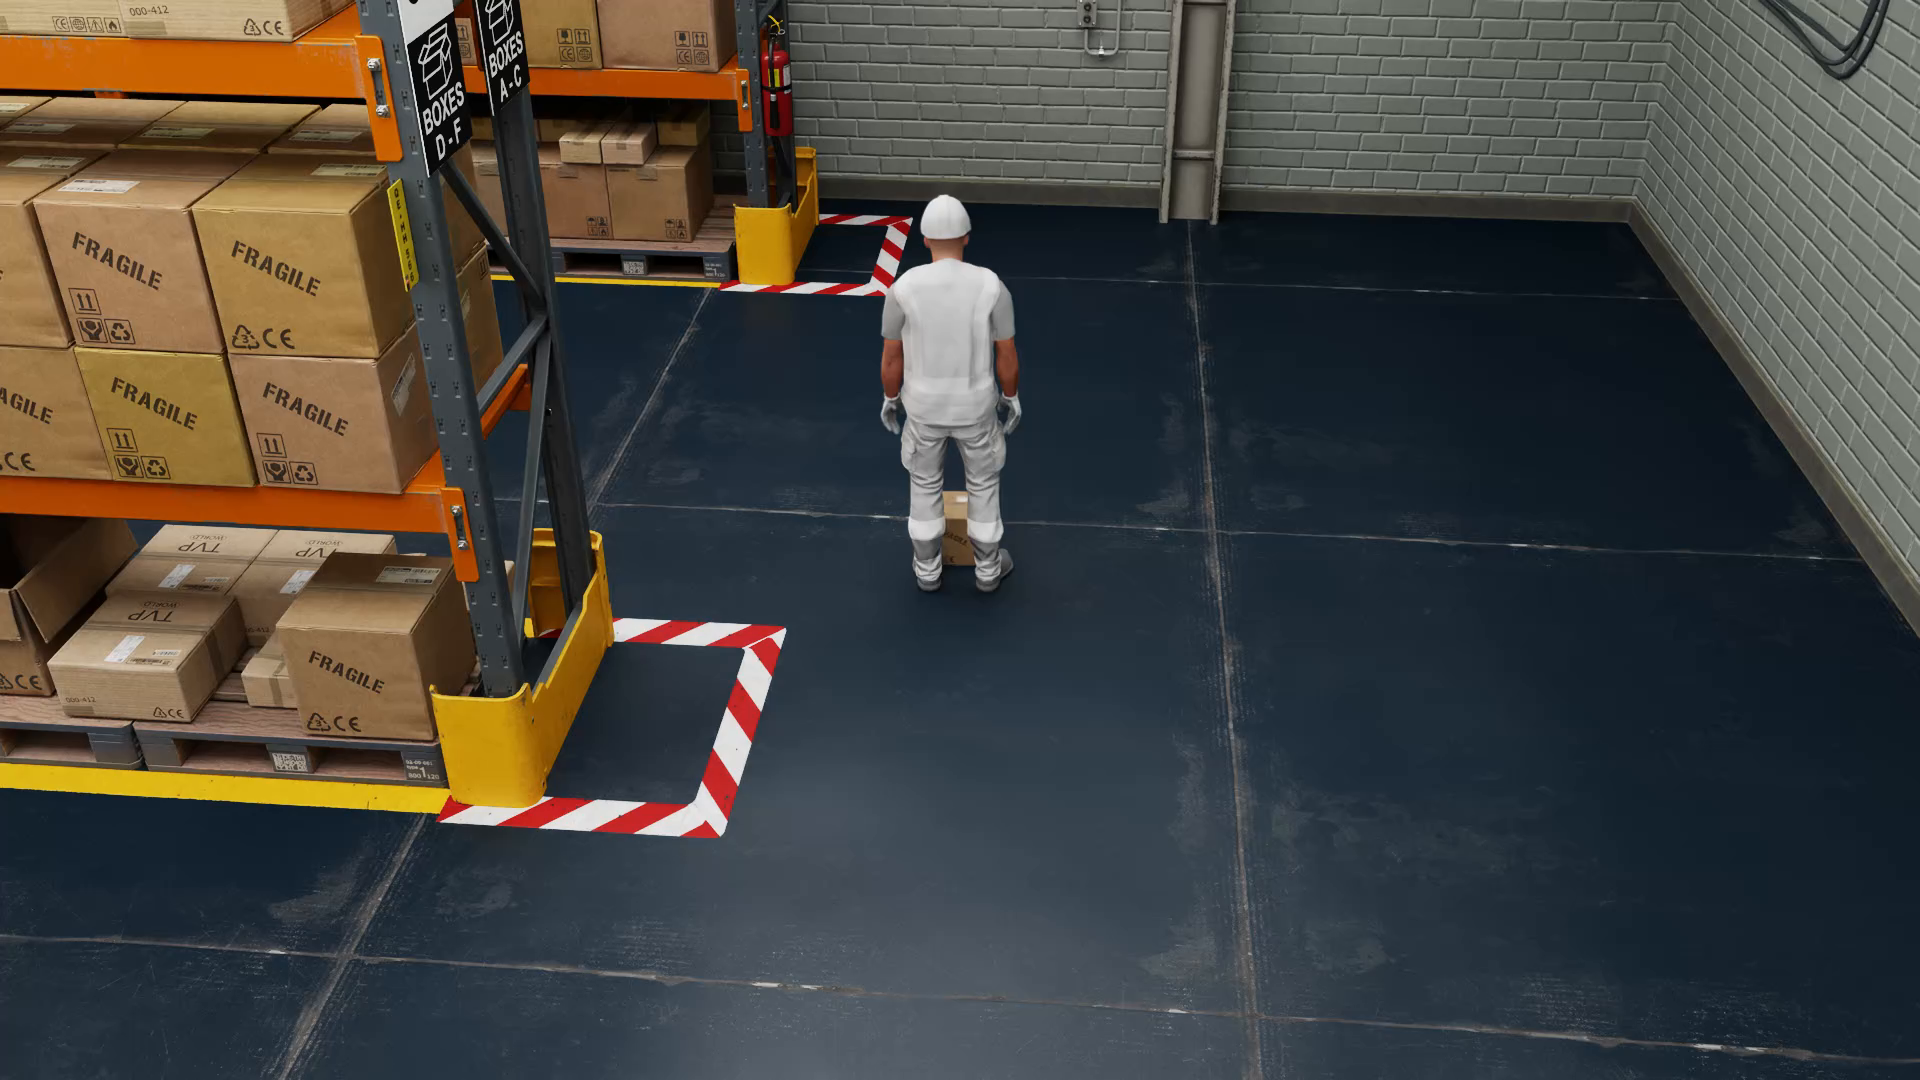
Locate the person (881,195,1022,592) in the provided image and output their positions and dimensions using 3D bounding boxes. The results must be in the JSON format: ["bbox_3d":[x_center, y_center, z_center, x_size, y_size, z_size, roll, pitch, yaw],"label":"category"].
[{"bbox_3d":[-0.037,-0.584,7.069,0.601,1.777,0.452,1,32,2],"label":"person"}]
